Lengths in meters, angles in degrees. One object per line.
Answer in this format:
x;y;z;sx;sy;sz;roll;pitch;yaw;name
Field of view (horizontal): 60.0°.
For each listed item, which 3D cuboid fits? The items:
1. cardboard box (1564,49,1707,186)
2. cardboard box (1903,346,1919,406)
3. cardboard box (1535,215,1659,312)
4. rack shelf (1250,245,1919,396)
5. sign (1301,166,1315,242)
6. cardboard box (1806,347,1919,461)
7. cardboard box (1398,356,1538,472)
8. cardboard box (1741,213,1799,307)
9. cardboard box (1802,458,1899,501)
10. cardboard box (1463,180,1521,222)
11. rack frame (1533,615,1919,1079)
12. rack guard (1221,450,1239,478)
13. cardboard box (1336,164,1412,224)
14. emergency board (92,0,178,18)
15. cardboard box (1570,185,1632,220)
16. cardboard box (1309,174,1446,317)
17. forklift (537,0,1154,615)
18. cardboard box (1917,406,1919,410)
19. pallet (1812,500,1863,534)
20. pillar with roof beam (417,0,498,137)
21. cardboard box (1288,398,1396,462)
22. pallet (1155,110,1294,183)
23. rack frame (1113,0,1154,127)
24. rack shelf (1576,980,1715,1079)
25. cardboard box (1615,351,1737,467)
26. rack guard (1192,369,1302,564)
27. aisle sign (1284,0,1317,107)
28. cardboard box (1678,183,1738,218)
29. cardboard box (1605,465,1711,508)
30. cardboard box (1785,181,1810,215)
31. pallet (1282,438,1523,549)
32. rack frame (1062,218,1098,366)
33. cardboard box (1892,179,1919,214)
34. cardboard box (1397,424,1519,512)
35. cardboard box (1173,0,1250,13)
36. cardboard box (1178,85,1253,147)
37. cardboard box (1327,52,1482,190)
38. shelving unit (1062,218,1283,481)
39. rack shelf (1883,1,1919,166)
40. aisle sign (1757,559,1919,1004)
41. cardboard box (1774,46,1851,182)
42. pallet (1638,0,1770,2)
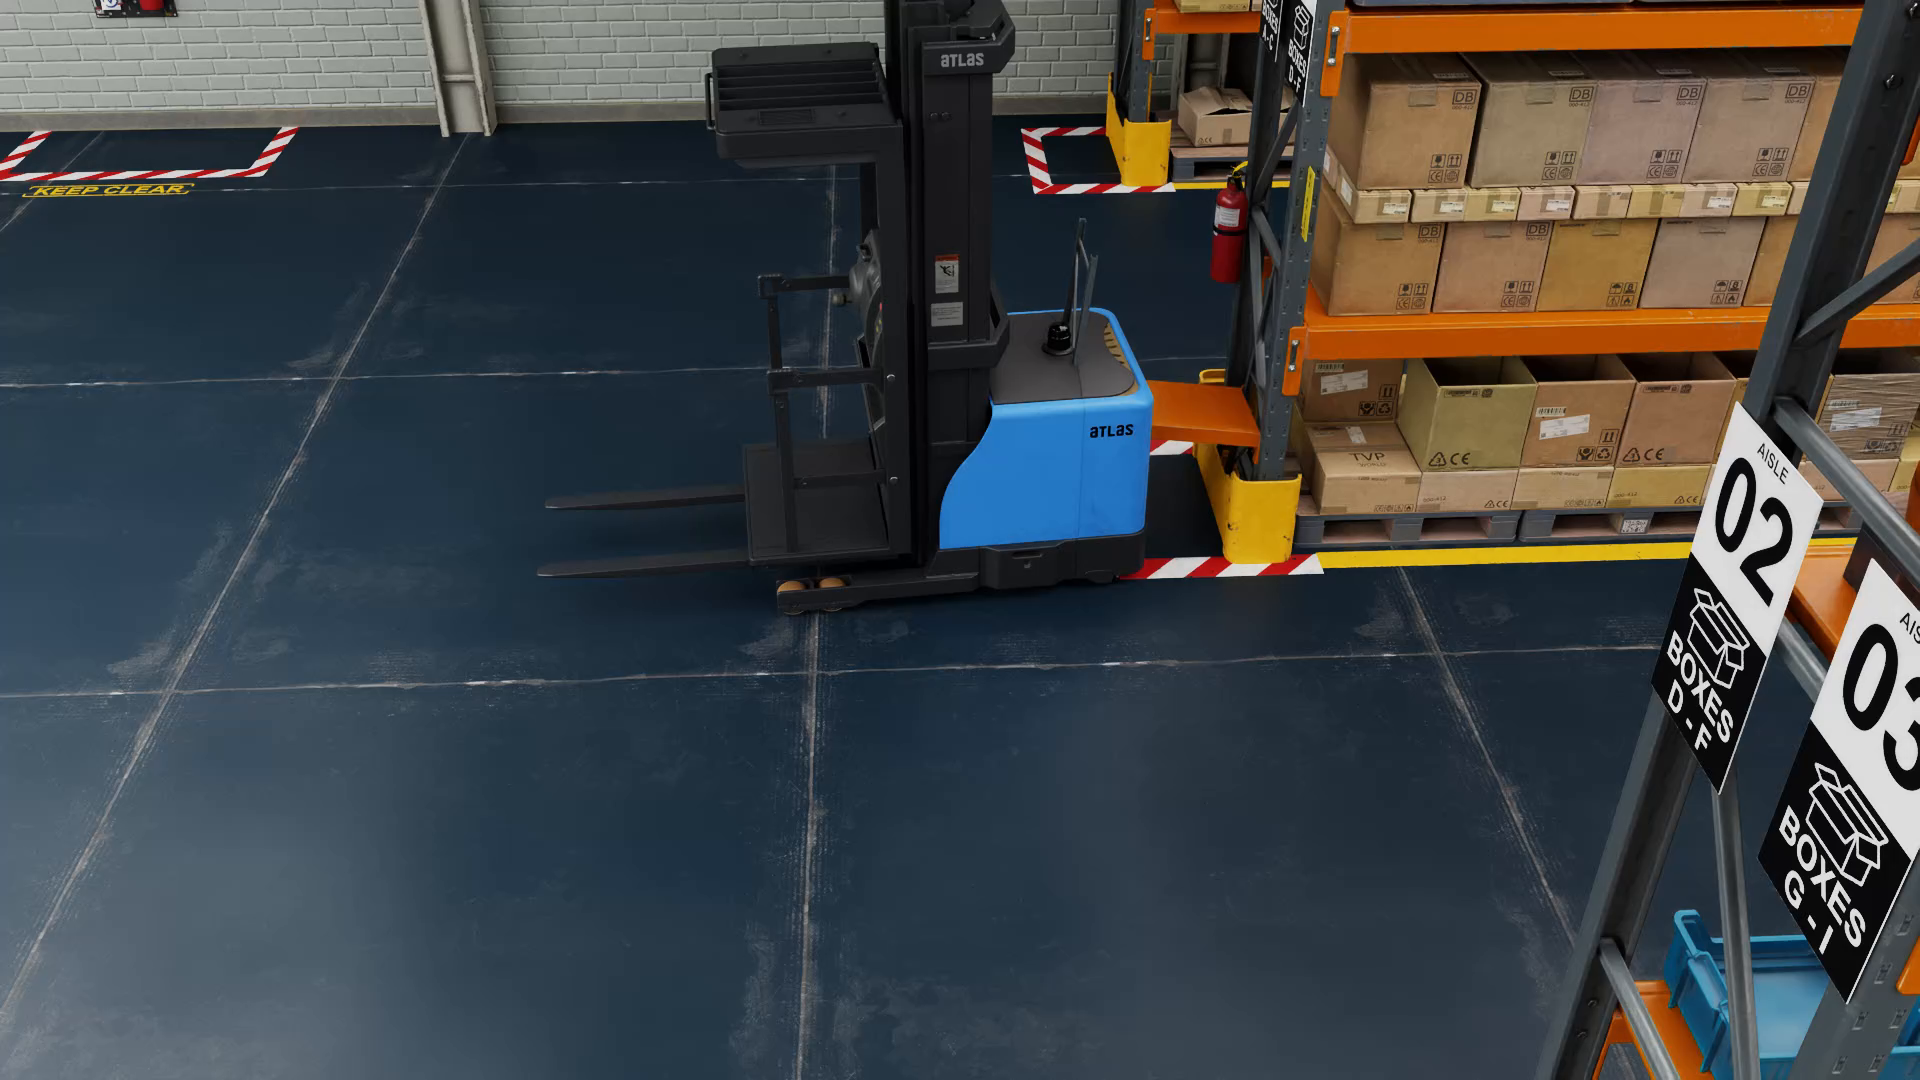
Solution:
3.098;-2.057;7.895;0.500;0.500;0.700;-1;35;-2;cardboard box
5.068;-1.068;9.082;0.500;0.500;0.500;-2;35;-2;cardboard box
3.038;-1.518;8.256;0.500;0.500;0.700;-1;35;-2;cardboard box
3.548;-1.202;8.520;4.000;0.370;1.077;-2;35;-2;rack shelf
1.570;-1.517;7.512;0.005;0.325;0.100;-2;35;-2;sign
4.593;-0.759;8.635;0.500;0.500;0.500;-2;35;-2;cardboard box
2.596;-0.697;8.546;0.500;0.500;0.500;-2;35;-2;cardboard box
4.075;-1.549;8.300;0.500;0.500;0.700;-1;35;-2;cardboard box
4.593;-0.450;8.847;0.500;0.250;0.500;-2;35;-2;cardboard box
2.465;-1.655;7.884;0.250;0.149;0.380;-1;35;-2;cardboard box
1.781;1.371;4.169;0.127;3.000;1.000;-2;35;-2;rack frame
1.461;-0.224;8.825;0.087;0.250;0.587;4;32;-6;rack guard
1.952;-1.640;7.863;0.250;0.149;0.380;-2;35;-3;cardboard box
-6.493;-4.564;12.745;0.643;1.169;0.194;-2;35;-2;emergency board
2.983;-1.669;7.904;0.250;0.149;0.380;-3;35;-4;cardboard box
2.017;-1.491;8.217;0.500;0.500;0.700;-2;35;-2;cardboard box
-0.618;-1.156;7.881;3.031;2.935;1.130;-5;35;-7;forklift
5.068;-0.754;9.287;0.500;0.250;0.500;-2;35;-2;cardboard box
4.749;-0.408;9.190;1.213;0.211;1.003;-2;35;-2;pallet
-3.819;-4.629;7.567;0.400;9.000;9.100;-2;35;-2;pillar with roof beam
2.072;-0.669;9.164;0.500;0.250;0.500;-2;35;-2;cardboard box
2.201;-3.117;13.105;1.213;0.211;1.003;-2;35;-2;pallet
1.312;-4.260;12.306;0.127;3.000;1.000;-2;35;-2;rack frame
3.779;1.613;4.451;4.000;0.370;1.077;-2;35;-2;rack shelf
3.595;-0.722;8.581;0.500;0.500;0.500;-2;35;-2;cardboard box
1.526;-0.416;8.948;0.348;0.500;1.175;-2;35;-2;rack guard
1.499;-2.338;7.244;0.004;0.787;0.394;-2;35;-2;aisle sign
3.488;-1.681;7.922;0.250;0.149;0.380;-1;35;-2;cardboard box
3.595;-0.414;8.796;0.500;0.250;0.500;-2;35;-2;cardboard box
4.016;-1.698;7.945;0.250;0.149;0.380;-1;35;-1;cardboard box
2.312;-0.342;9.095;1.213;0.211;1.003;-2;35;-2;pallet
0.529;-0.820;8.381;0.032;1.500;0.500;4;32;-6;rack frame
4.513;-1.709;7.962;0.250;0.149;0.380;-2;35;-2;cardboard box
2.596;-0.390;8.761;0.500;0.250;0.500;-2;35;-2;cardboard box
1.814;-4.039;12.101;0.500;0.250;0.500;-3;35;-4;cardboard box
2.007;-3.303;12.899;0.500;0.311;0.500;-5;35;-8;cardboard box
2.070;-2.026;7.850;0.500;0.500;0.700;-1;35;-2;cardboard box
1.041;-0.784;8.439;1.083;1.500;0.587;4;32;-6;shelving unit
3.779;-0.689;2.858;4.000;0.370;1.077;-2;35;-2;rack shelf
1.723;0.471;3.186;0.004;0.787;0.394;-2;35;-2;aisle sign
4.098;-2.084;7.933;0.500;0.500;0.700;-2;35;-2;cardboard box
3.479;-2.680;7.465;1.213;0.211;1.003;-2;35;-2;pallet
